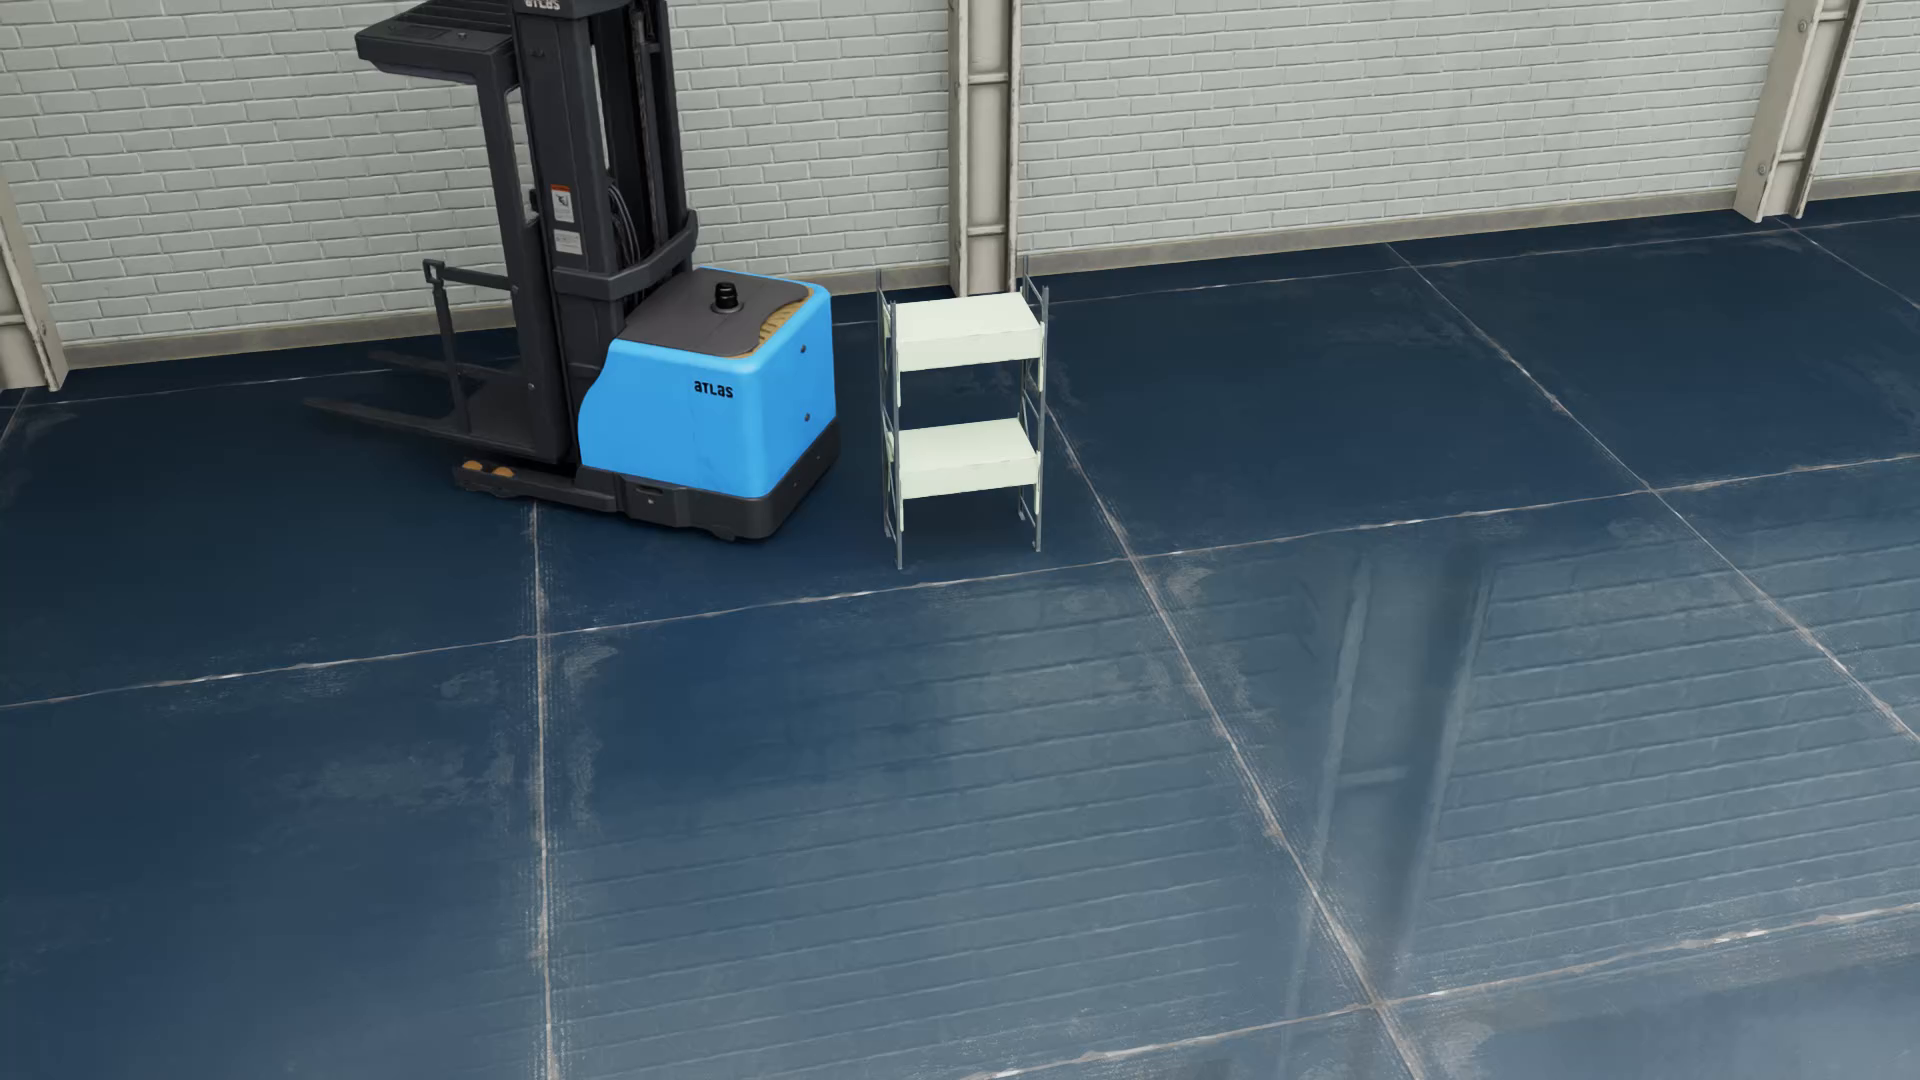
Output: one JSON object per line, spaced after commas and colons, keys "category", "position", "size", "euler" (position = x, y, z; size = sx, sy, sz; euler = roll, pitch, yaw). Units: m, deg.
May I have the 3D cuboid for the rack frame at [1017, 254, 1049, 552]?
{"category": "rack frame", "position": [0.363, -0.669, 8.400], "size": [0.023, 1.500, 0.400], "euler": [-7, 35, -11]}

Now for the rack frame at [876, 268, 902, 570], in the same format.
{"category": "rack frame", "position": [-0.350, -0.579, 8.266], "size": [0.023, 1.500, 0.400], "euler": [-7, 35, -11]}

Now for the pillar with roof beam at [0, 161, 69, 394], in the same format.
{"category": "pillar with roof beam", "position": [-4.750, -2.364, 4.197], "size": [0.400, 9.000, 9.100], "euler": [-7, 35, -11]}

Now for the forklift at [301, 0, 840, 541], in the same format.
{"category": "forklift", "position": [-2.247, -1.709, 8.667], "size": [3.031, 2.935, 1.130], "euler": [11, 36, 16]}

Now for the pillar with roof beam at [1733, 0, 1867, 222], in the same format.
{"category": "pillar with roof beam", "position": [6.954, -3.839, 6.395], "size": [0.400, 9.000, 9.100], "euler": [-7, 35, -11]}

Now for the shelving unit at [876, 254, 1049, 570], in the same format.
{"category": "shelving unit", "position": [0.007, -0.624, 8.333], "size": [0.755, 1.500, 0.431], "euler": [-7, 35, -11]}

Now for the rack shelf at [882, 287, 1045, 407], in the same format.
{"category": "rack shelf", "position": [0.007, -0.948, 8.116], "size": [0.720, 0.370, 0.431], "euler": [-7, 35, -11]}

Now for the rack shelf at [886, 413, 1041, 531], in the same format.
{"category": "rack shelf", "position": [0.007, -0.353, 8.515], "size": [0.720, 0.370, 0.431], "euler": [-7, 35, -11]}

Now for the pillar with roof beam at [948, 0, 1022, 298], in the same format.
{"category": "pillar with roof beam", "position": [1.102, -3.102, 5.296], "size": [0.400, 9.000, 9.100], "euler": [-7, 35, -11]}
